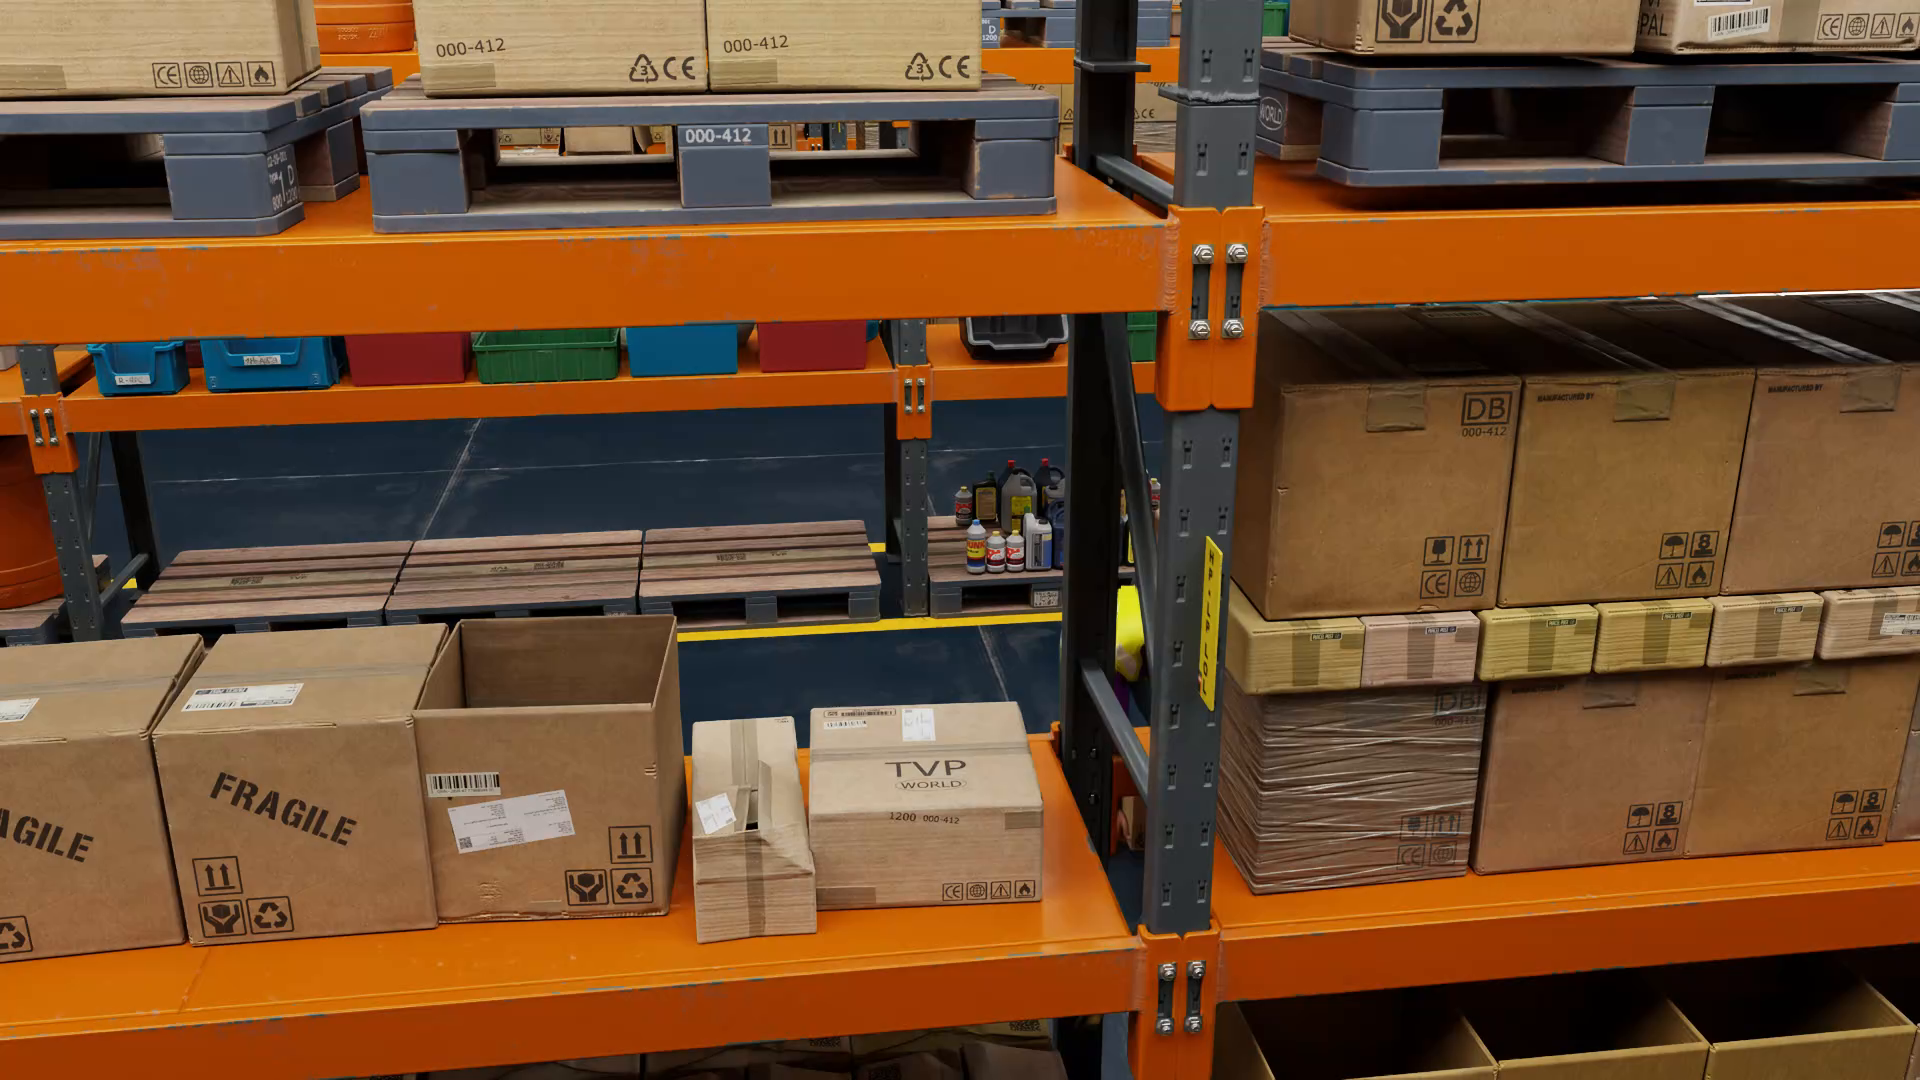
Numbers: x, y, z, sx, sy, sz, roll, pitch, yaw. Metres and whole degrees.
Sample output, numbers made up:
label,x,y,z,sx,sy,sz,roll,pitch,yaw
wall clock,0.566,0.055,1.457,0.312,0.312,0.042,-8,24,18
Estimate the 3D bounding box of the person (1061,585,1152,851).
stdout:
label,x,y,z,sx,sy,sz,roll,pitch,yaw
person,0.672,0.692,6.095,0.515,1.105,0.963,-4,20,-10
